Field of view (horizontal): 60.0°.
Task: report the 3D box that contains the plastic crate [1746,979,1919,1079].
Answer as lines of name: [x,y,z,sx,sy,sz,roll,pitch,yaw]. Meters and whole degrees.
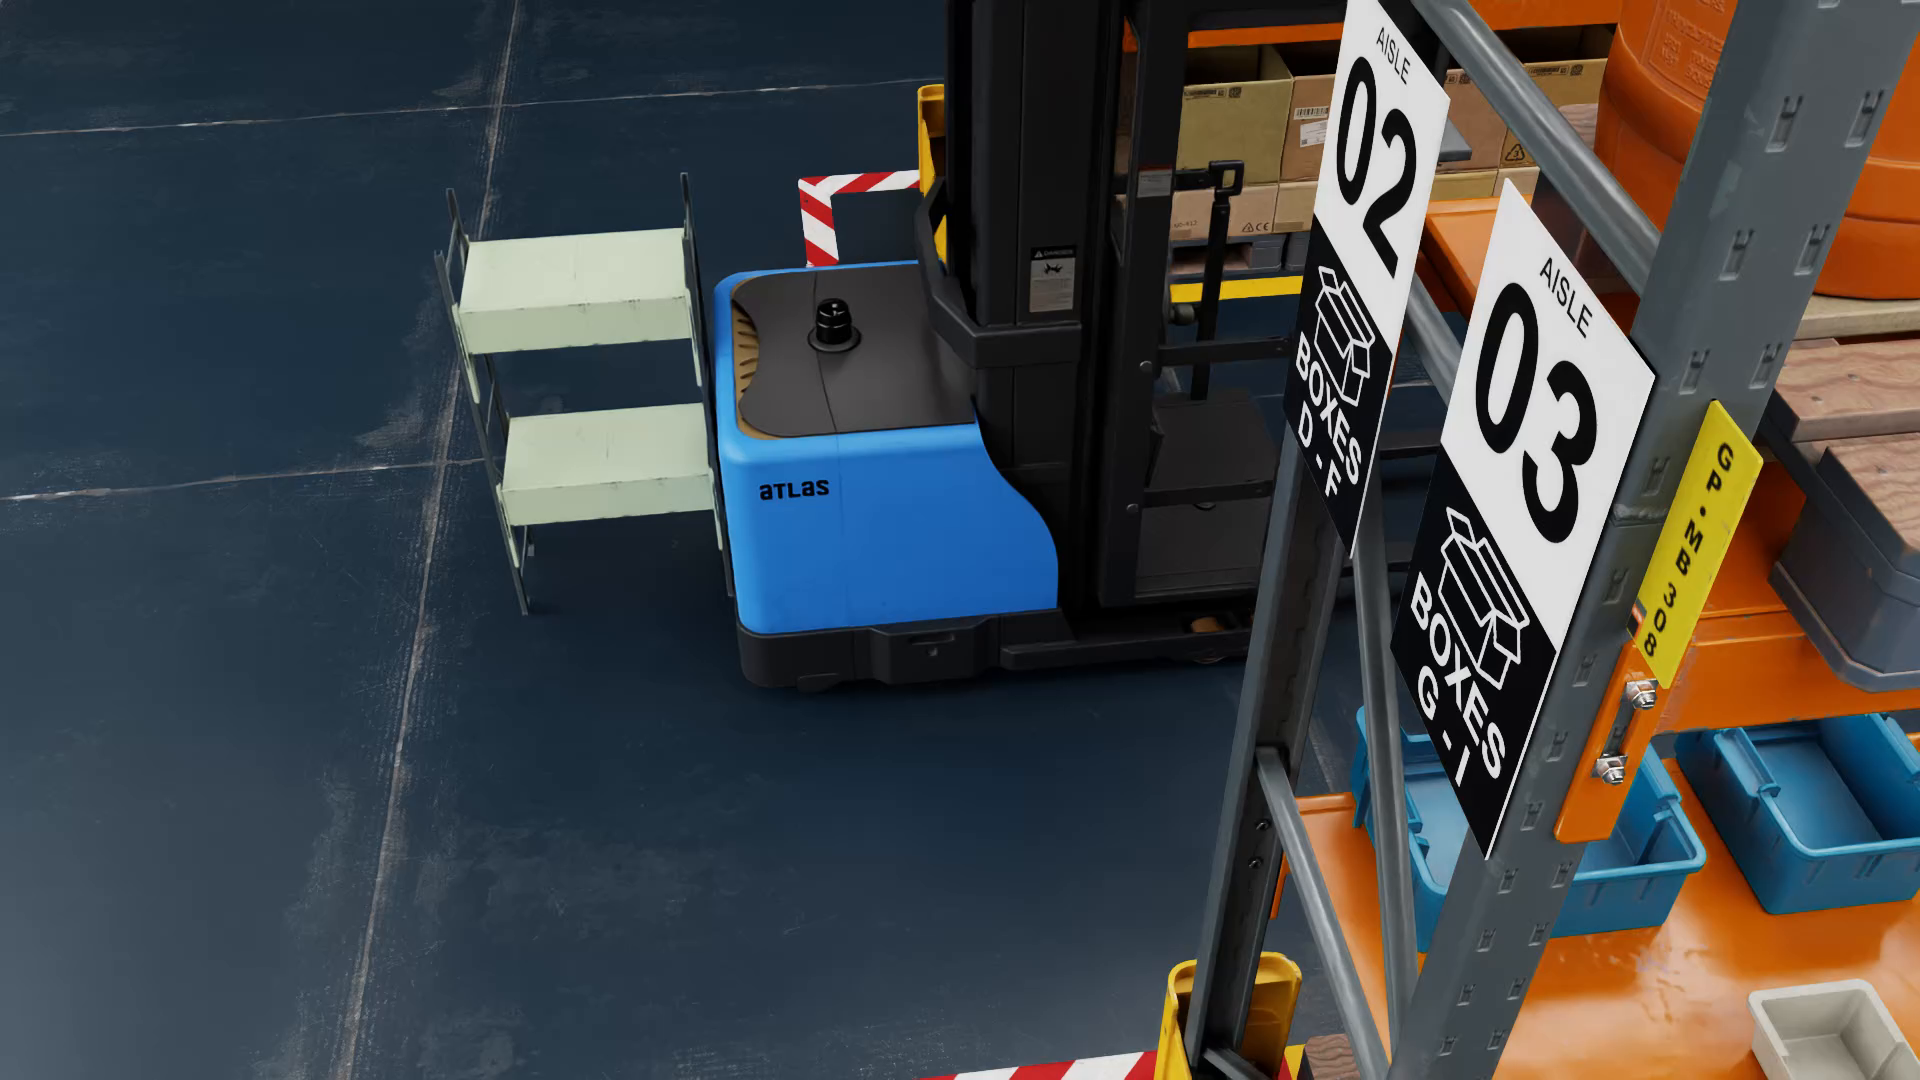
plastic crate: [1.630,0.997,3.102,0.250,0.136,0.298,-5,42,-6]

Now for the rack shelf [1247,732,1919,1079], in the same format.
rack shelf: [2.684,0.856,3.598,4.000,0.370,1.077,-5,42,-6]

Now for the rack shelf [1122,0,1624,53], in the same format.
rack shelf: [2.046,-2.434,7.246,4.000,0.370,1.077,-5,42,-6]

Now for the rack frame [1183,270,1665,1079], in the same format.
rack frame: [0.701,0.763,3.165,0.127,3.000,1.000,-5,42,-6]

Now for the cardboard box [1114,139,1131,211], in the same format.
cardboard box: [0.623,-1.561,7.480,0.500,0.250,0.500,-5,42,-6]

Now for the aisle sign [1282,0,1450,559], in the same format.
aisle sign: [0.591,-0.394,2.506,0.004,0.787,0.394,-5,42,-6]

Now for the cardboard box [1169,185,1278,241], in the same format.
cardboard box: [1.119,-1.607,7.531,0.500,0.250,0.500,-5,42,-6]

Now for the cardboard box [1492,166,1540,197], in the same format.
cardboard box: [2.606,-1.734,7.672,0.500,0.250,0.500,-5,42,-6]

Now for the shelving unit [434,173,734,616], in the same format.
shelving unit: [-1.217,-0.451,5.630,0.755,1.500,0.431,-5,42,-6]

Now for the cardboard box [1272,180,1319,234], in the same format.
cardboard box: [1.614,-1.650,7.579,0.500,0.250,0.500,-5,42,-6]

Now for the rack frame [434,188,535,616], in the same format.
rack frame: [-1.580,-0.419,5.595,0.023,1.500,0.400,-5,42,-6]

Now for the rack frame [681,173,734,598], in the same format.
rack frame: [-0.854,-0.482,5.665,0.023,1.500,0.400,-5,42,-6]

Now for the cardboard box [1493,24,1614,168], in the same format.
cardboard box: [2.605,-2.021,7.430,0.500,0.500,0.500,-5,42,-6]

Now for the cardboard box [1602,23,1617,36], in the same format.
cardboard box: [3.100,-2.067,7.481,0.500,0.500,0.500,-5,42,-6]

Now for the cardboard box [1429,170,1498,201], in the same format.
cardboard box: [2.111,-1.690,7.624,0.500,0.250,0.500,-5,42,-6]

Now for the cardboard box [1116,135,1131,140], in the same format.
cardboard box: [0.556,-1.905,7.862,0.500,0.250,0.500,-5,42,-6]

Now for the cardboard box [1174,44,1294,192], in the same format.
cardboard box: [1.119,-1.884,7.279,0.500,0.500,0.500,-5,42,-6]

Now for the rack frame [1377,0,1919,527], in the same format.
rack frame: [0.701,-1.465,1.155,0.127,3.000,1.000,-5,42,-6]

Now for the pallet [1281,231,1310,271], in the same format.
pallet: [2.023,-1.690,7.966,1.213,0.211,1.003,-5,42,-6]

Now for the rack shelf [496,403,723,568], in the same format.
rack shelf: [-1.217,-0.209,5.848,0.720,0.370,0.431,-5,42,-6]

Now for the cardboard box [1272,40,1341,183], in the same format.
cardboard box: [1.613,-1.936,7.336,0.500,0.500,0.500,-5,42,-6]

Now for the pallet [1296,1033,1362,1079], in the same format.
pallet: [1.577,1.693,4.215,1.213,0.211,1.003,-5,42,-6]

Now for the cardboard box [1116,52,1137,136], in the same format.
cardboard box: [0.556,-2.185,7.612,0.500,0.500,0.500,-5,42,-6]

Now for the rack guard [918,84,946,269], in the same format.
rack guard: [0.039,-1.597,7.647,0.348,0.500,1.175,-5,42,-6]

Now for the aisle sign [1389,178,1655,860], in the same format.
aisle sign: [0.668,-0.002,2.071,0.004,0.787,0.394,-5,42,-6]

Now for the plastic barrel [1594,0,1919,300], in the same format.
plastic barrel: [1.167,-0.793,2.016,0.708,0.830,0.600,-5,42,-6]

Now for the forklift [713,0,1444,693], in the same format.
forklift: [0.706,-1.008,5.180,3.031,2.935,1.130,-5,42,-6]

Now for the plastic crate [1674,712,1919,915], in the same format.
plastic crate: [1.803,0.523,3.541,0.408,0.251,0.499,-5,42,-6]

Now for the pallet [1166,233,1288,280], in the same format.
pallet: [0.815,-1.586,7.851,1.213,0.211,1.003,-5,42,-6]

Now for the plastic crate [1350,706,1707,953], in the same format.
plastic crate: [1.159,0.576,3.483,0.616,0.251,0.499,-5,42,-6]

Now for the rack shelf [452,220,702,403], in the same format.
rack shelf: [-1.217,-0.740,5.369,0.720,0.370,0.431,-5,42,-6]

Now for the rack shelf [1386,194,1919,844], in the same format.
rack shelf: [2.684,-0.258,2.594,4.000,0.370,1.077,-5,42,-6]

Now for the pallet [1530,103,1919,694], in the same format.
pallet: [1.534,-0.288,2.231,1.213,0.211,1.003,-5,42,-6]

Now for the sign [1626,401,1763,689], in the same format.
sign: [0.768,0.011,1.752,0.005,0.325,0.100,-5,42,-6]

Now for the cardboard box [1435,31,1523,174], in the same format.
cardboard box: [2.111,-1.968,7.372,0.500,0.500,0.500,-5,42,-6]

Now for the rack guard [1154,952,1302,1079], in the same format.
rack guard: [0.770,1.653,4.044,0.348,0.500,1.175,-5,42,-6]
